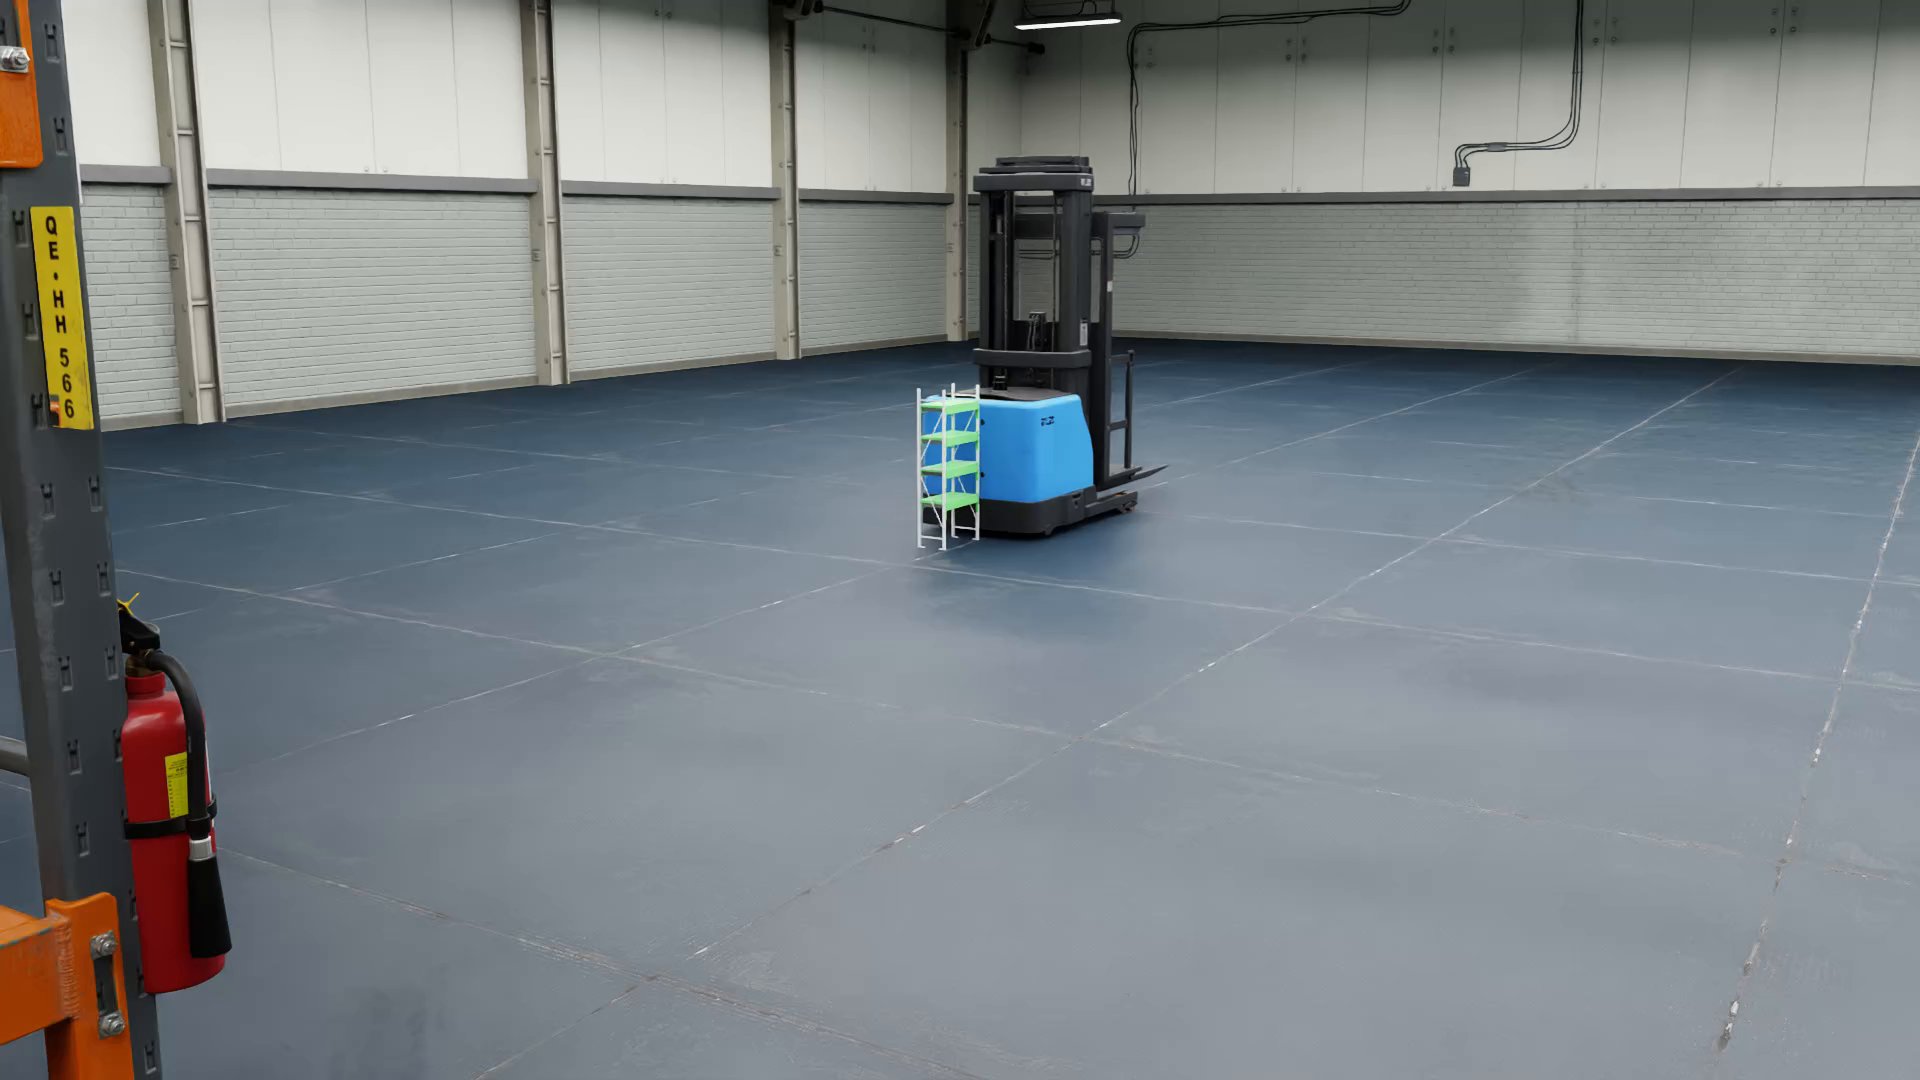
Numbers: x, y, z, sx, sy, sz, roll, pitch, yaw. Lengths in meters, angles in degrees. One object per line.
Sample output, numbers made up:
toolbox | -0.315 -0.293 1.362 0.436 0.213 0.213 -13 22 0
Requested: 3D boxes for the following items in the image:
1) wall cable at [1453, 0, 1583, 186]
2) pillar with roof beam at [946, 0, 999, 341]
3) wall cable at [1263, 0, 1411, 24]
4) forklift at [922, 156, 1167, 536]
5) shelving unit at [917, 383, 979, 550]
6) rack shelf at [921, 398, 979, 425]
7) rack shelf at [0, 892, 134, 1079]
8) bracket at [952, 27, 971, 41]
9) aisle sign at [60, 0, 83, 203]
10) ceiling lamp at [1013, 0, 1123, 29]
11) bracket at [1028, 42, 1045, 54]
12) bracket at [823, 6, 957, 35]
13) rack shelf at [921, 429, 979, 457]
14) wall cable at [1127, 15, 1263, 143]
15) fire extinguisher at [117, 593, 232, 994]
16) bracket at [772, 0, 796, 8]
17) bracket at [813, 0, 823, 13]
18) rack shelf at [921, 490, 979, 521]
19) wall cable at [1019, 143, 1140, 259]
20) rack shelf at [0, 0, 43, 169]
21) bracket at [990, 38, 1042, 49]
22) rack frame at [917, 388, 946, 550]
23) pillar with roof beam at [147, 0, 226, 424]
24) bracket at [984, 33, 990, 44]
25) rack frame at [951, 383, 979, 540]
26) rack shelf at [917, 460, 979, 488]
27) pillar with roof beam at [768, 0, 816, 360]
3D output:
wall cable | 10.703 -9.822 31.636 2.305 6.003 0.169 6 12 31
pillar with roof beam | 3.617 -8.311 32.810 9.100 9.000 0.548 6 12 31
wall cable | 7.555 -11.697 33.250 3.097 2.526 0.112 6 12 31
forklift | 0.868 -1.700 13.985 1.130 2.935 3.031 6 12 29
shelving unit | -0.086 -0.564 12.619 0.258 1.200 0.503 6 12 31
rack shelf | -0.086 -0.973 12.543 0.258 0.148 0.480 6 12 31
rack shelf | -2.830 1.009 1.281 1.077 0.370 4.000 6 12 31
bracket | 0.026 -10.393 34.146 0.235 0.232 0.430 6 12 31
aisle sign | -1.503 -0.918 2.555 0.394 0.787 0.004 6 12 31
ceiling lamp | 1.991 -10.530 28.800 2.000 3.185 0.800 6 12 31
bracket | 1.687 -10.896 36.834 0.235 0.232 0.430 6 12 31
bracket | -1.312 -9.988 31.982 0.076 0.066 4.783 6 12 31
rack shelf | -0.086 -0.737 12.587 0.258 0.148 0.480 6 12 31
wall cable | 4.910 -9.757 35.247 3.097 2.526 0.112 6 12 31
fire extinguisher | -1.338 0.405 2.763 0.296 0.674 0.183 6 12 31
bracket | -3.089 -9.449 29.106 0.235 0.232 0.430 6 12 31
bracket | -2.658 -9.580 29.803 0.235 0.232 0.430 6 12 31
rack shelf | -0.086 -0.265 12.675 0.258 0.148 0.480 6 12 31
wall cable | 2.597 -7.533 37.093 3.097 2.526 0.112 6 12 31
rack shelf | -2.830 -0.465 1.005 1.077 0.370 4.000 6 12 31
bracket | 1.380 -10.803 36.338 0.076 0.066 3.189 6 12 31
rack frame | -0.213 -0.525 12.414 0.240 1.200 0.015 6 12 31
pillar with roof beam | -5.728 -5.481 17.689 9.100 9.000 0.400 6 12 31
bracket | 0.457 -10.523 34.843 0.235 0.232 0.430 6 12 31
rack frame | 0.041 -0.602 12.824 0.240 1.200 0.015 6 12 31
rack shelf | -0.086 -0.501 12.631 0.258 0.148 0.480 6 12 31
pillar with roof beam | 0.502 -7.368 27.770 9.100 9.000 0.548 6 12 31
